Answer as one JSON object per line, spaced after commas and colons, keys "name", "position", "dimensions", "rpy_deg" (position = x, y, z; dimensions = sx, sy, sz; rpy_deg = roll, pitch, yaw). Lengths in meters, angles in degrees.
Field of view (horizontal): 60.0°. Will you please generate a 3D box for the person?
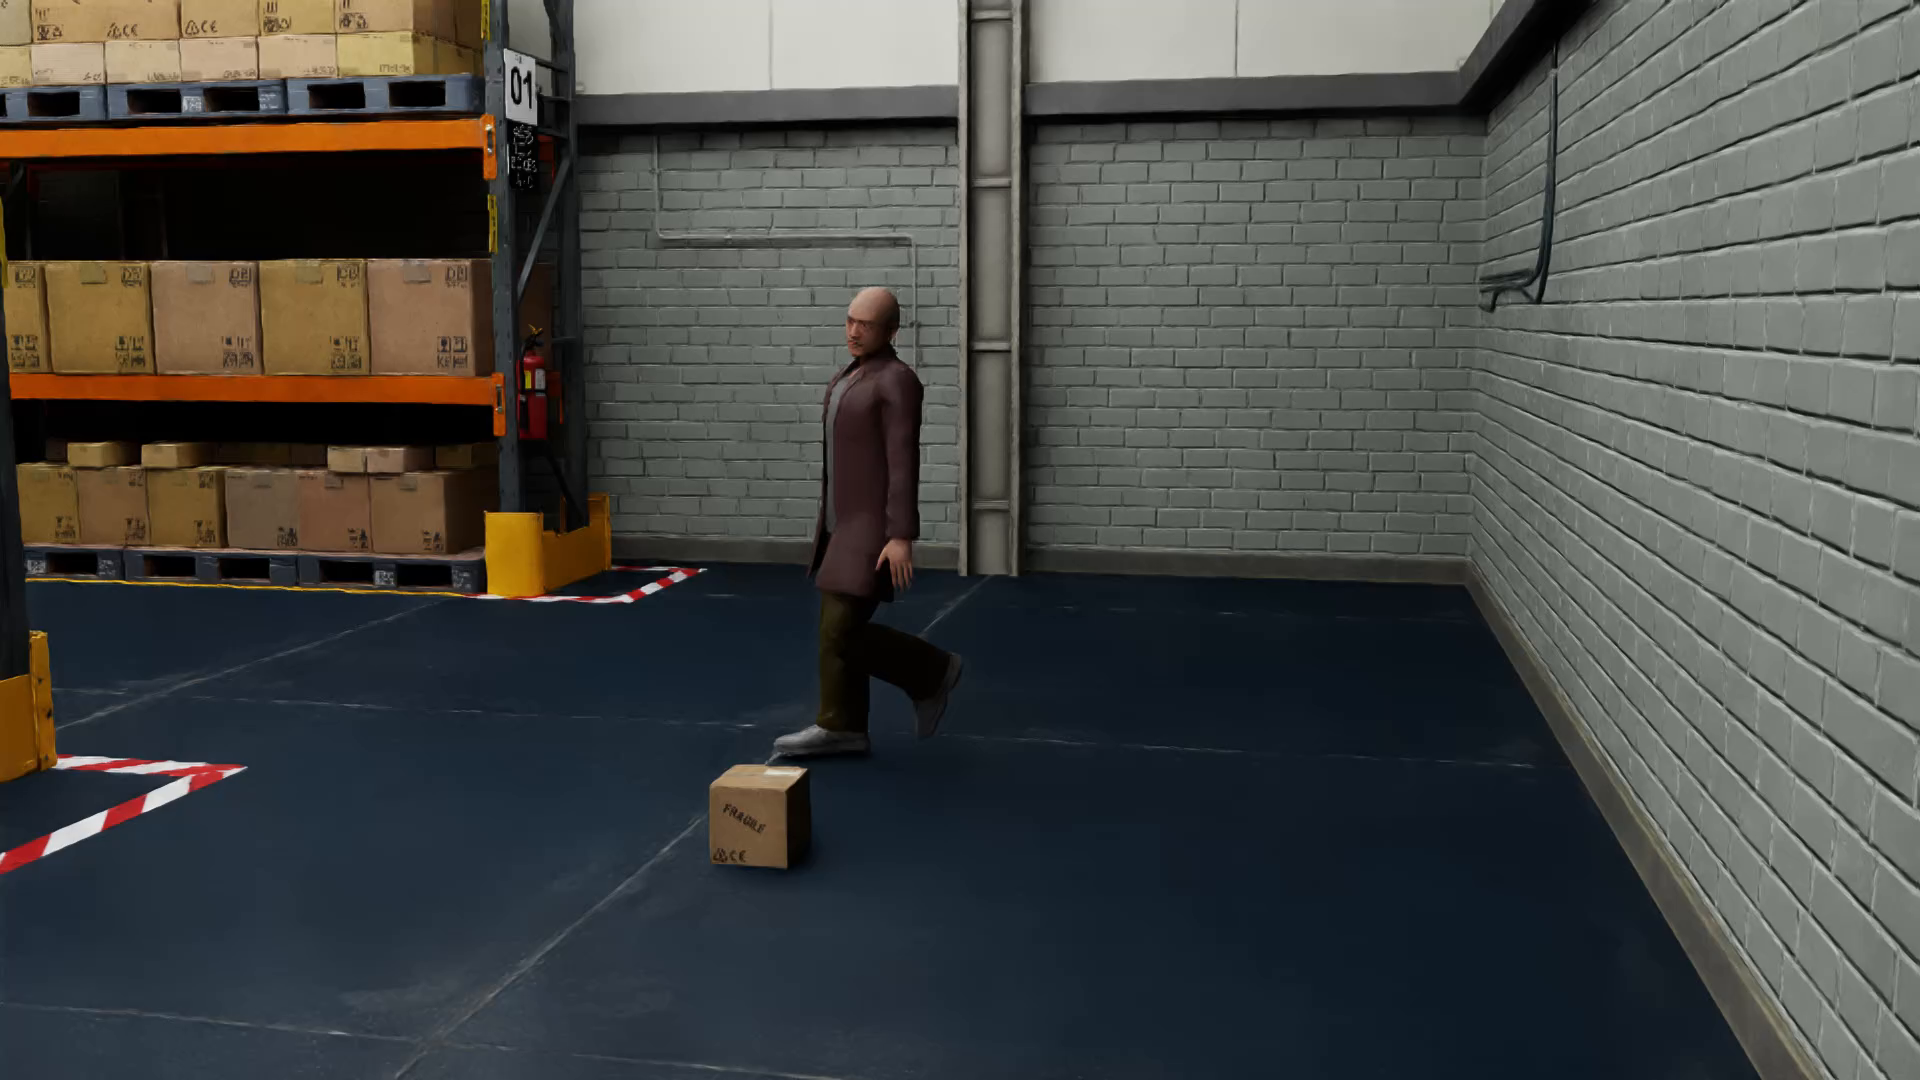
{"name": "person", "position": [-0.311, -0.044, 6.125], "dimensions": [0.657, 1.758, 0.685], "rpy_deg": [-4, 9, -25]}
